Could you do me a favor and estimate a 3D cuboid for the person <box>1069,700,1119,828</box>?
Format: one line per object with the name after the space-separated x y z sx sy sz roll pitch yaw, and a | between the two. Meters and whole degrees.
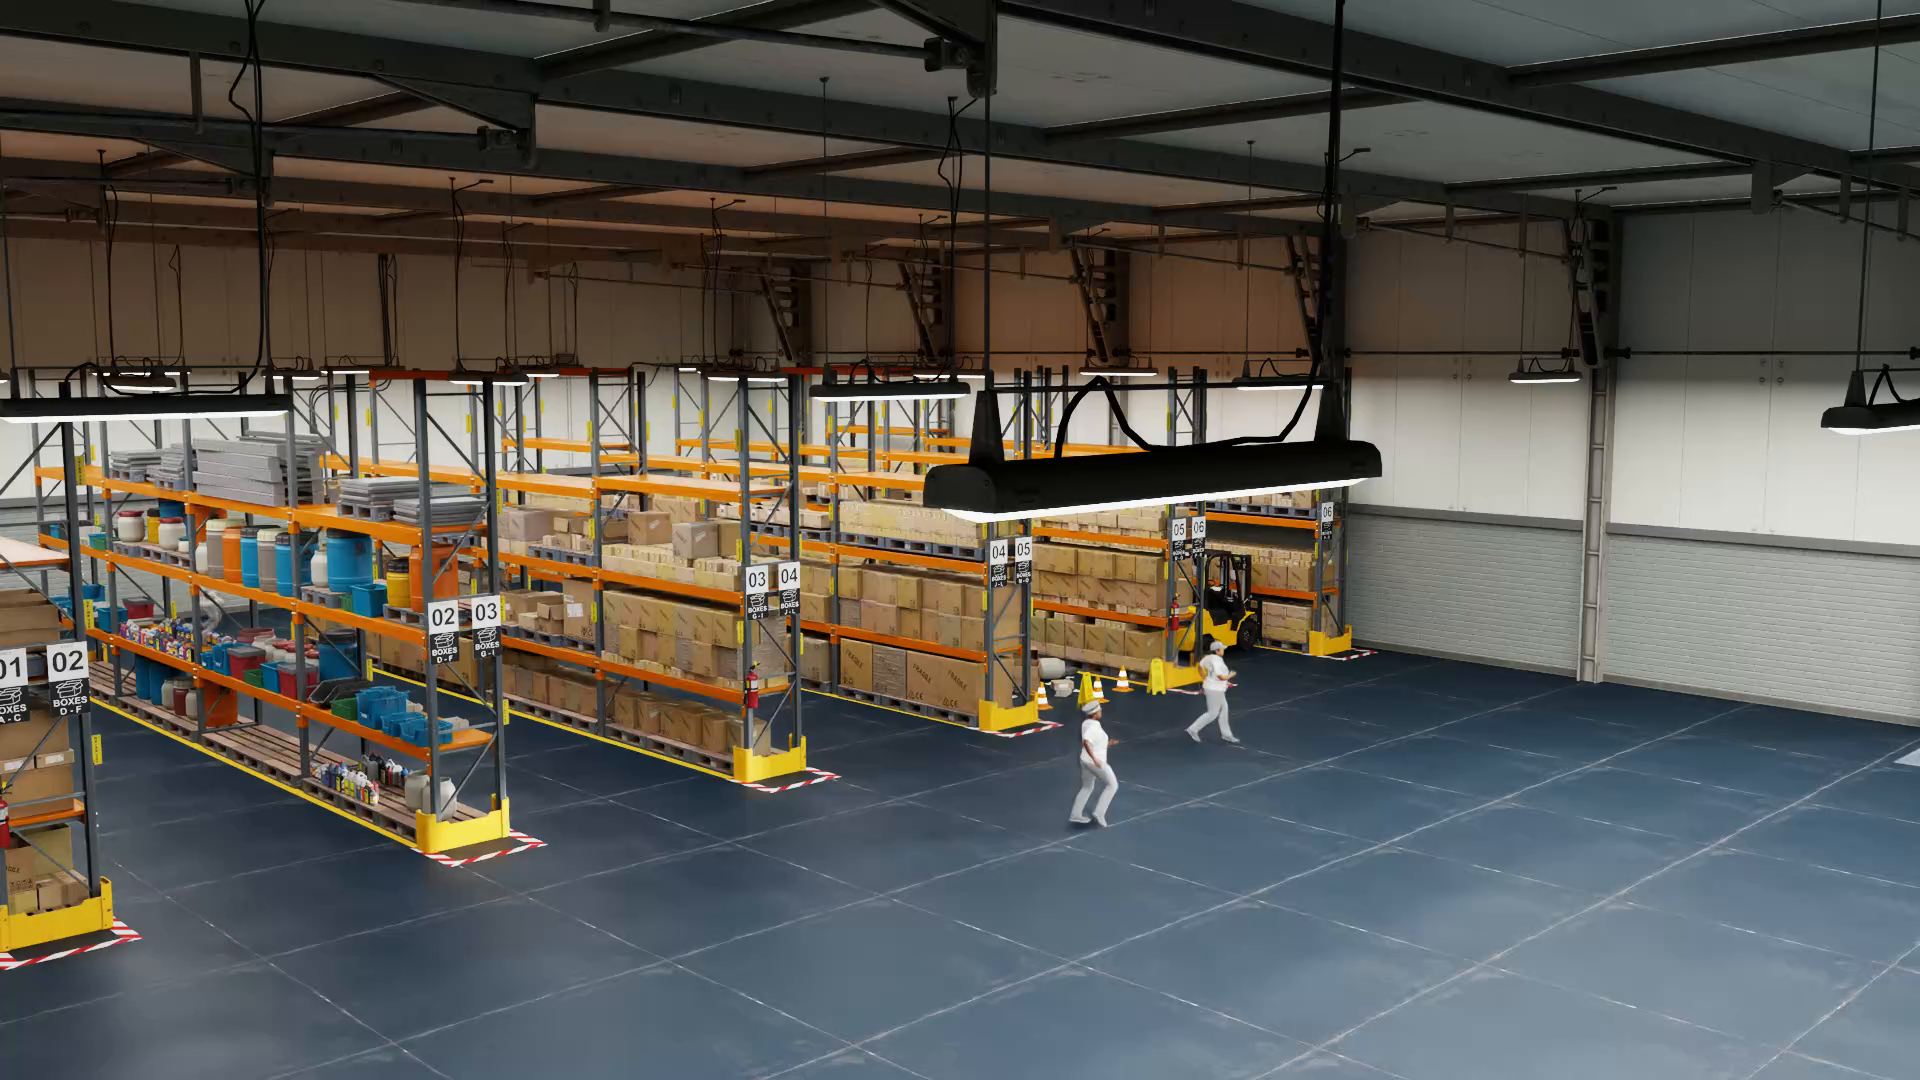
1.807 2.993 22.208 0.704 1.724 0.541 -3 7 -22 | person

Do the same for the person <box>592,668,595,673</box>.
-6.776 2.005 31.426 0.636 1.623 0.532 6 9 41 | person

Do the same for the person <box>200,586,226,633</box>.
-16.286 1.393 36.098 0.587 1.735 0.657 -4 8 -32 | person

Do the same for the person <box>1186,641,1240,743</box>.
4.094 2.461 26.840 0.903 1.670 0.632 0 6 -4 | person
